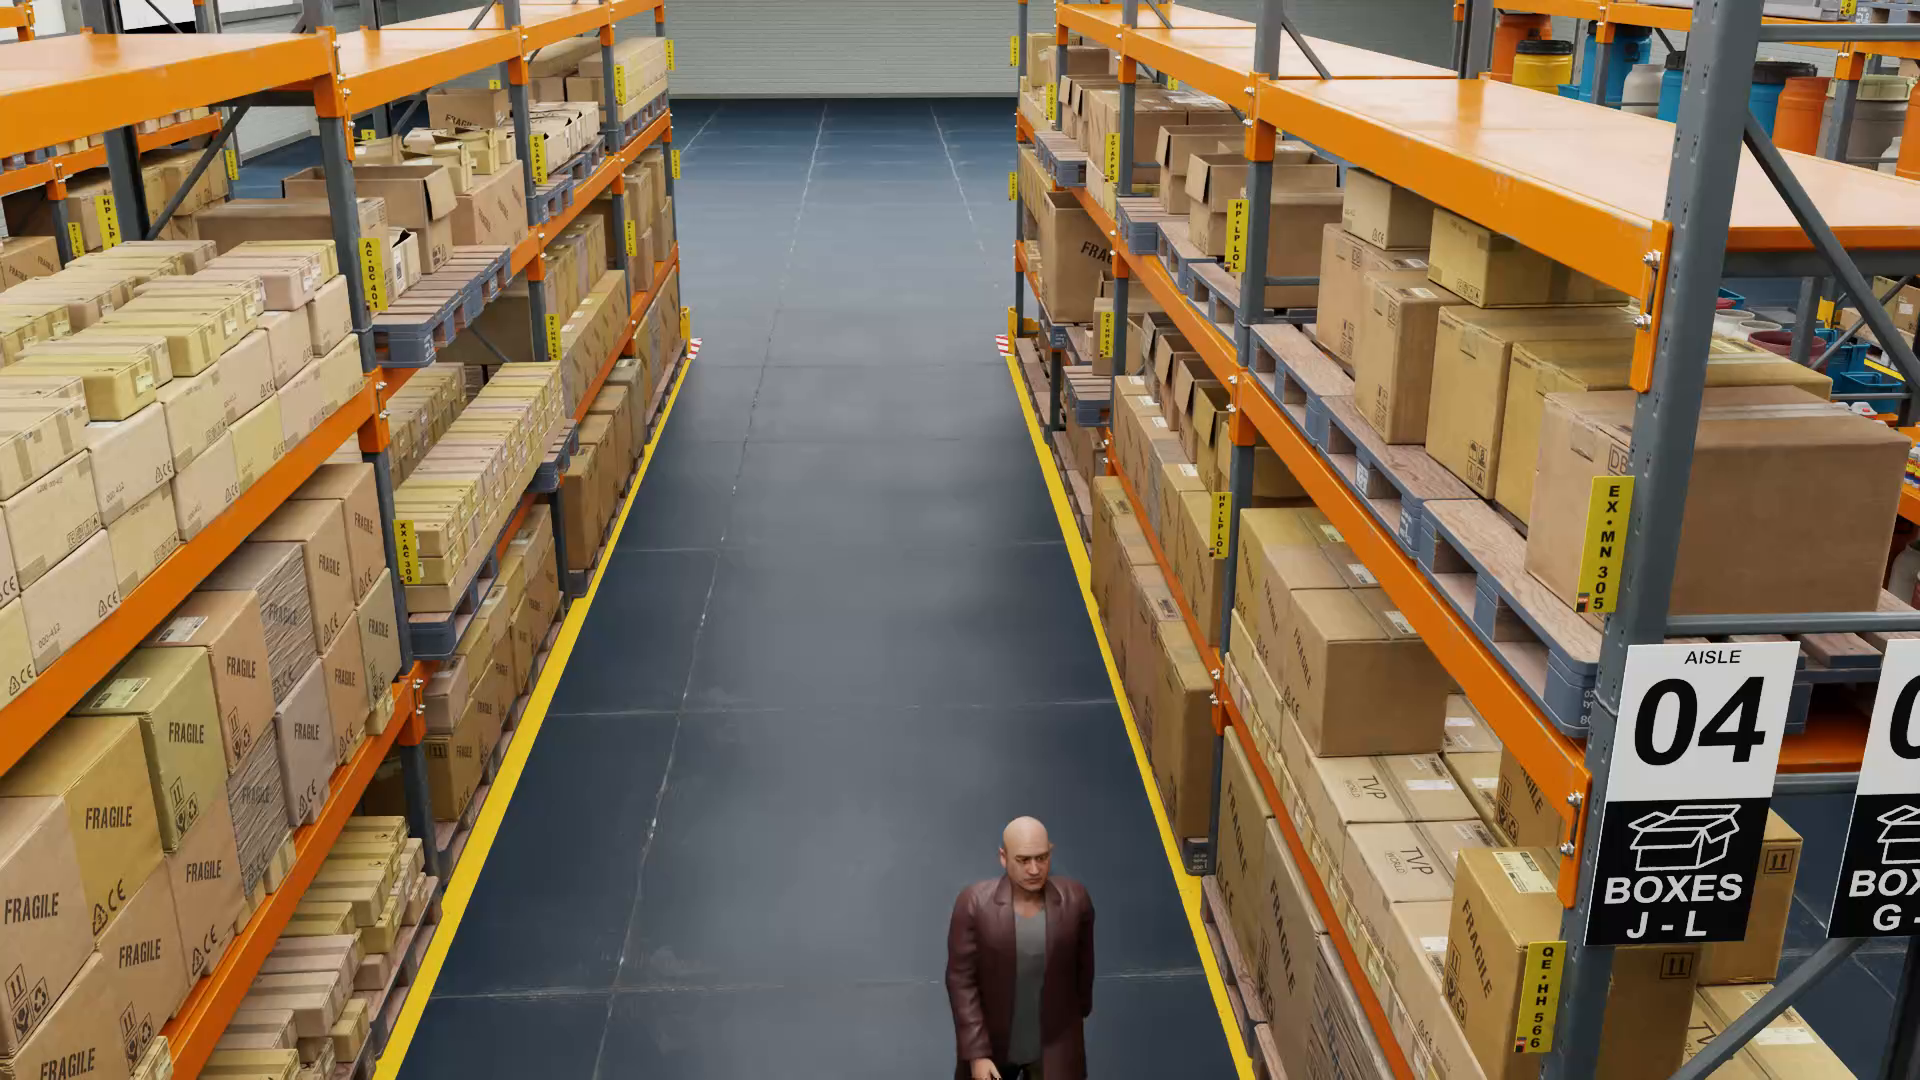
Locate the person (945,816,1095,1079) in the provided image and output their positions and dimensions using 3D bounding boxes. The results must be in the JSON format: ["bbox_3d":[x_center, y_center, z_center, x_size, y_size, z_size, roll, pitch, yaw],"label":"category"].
[{"bbox_3d":[0.225,1.816,6.144,0.559,1.734,1.102,0,20,-1],"label":"person"}]
